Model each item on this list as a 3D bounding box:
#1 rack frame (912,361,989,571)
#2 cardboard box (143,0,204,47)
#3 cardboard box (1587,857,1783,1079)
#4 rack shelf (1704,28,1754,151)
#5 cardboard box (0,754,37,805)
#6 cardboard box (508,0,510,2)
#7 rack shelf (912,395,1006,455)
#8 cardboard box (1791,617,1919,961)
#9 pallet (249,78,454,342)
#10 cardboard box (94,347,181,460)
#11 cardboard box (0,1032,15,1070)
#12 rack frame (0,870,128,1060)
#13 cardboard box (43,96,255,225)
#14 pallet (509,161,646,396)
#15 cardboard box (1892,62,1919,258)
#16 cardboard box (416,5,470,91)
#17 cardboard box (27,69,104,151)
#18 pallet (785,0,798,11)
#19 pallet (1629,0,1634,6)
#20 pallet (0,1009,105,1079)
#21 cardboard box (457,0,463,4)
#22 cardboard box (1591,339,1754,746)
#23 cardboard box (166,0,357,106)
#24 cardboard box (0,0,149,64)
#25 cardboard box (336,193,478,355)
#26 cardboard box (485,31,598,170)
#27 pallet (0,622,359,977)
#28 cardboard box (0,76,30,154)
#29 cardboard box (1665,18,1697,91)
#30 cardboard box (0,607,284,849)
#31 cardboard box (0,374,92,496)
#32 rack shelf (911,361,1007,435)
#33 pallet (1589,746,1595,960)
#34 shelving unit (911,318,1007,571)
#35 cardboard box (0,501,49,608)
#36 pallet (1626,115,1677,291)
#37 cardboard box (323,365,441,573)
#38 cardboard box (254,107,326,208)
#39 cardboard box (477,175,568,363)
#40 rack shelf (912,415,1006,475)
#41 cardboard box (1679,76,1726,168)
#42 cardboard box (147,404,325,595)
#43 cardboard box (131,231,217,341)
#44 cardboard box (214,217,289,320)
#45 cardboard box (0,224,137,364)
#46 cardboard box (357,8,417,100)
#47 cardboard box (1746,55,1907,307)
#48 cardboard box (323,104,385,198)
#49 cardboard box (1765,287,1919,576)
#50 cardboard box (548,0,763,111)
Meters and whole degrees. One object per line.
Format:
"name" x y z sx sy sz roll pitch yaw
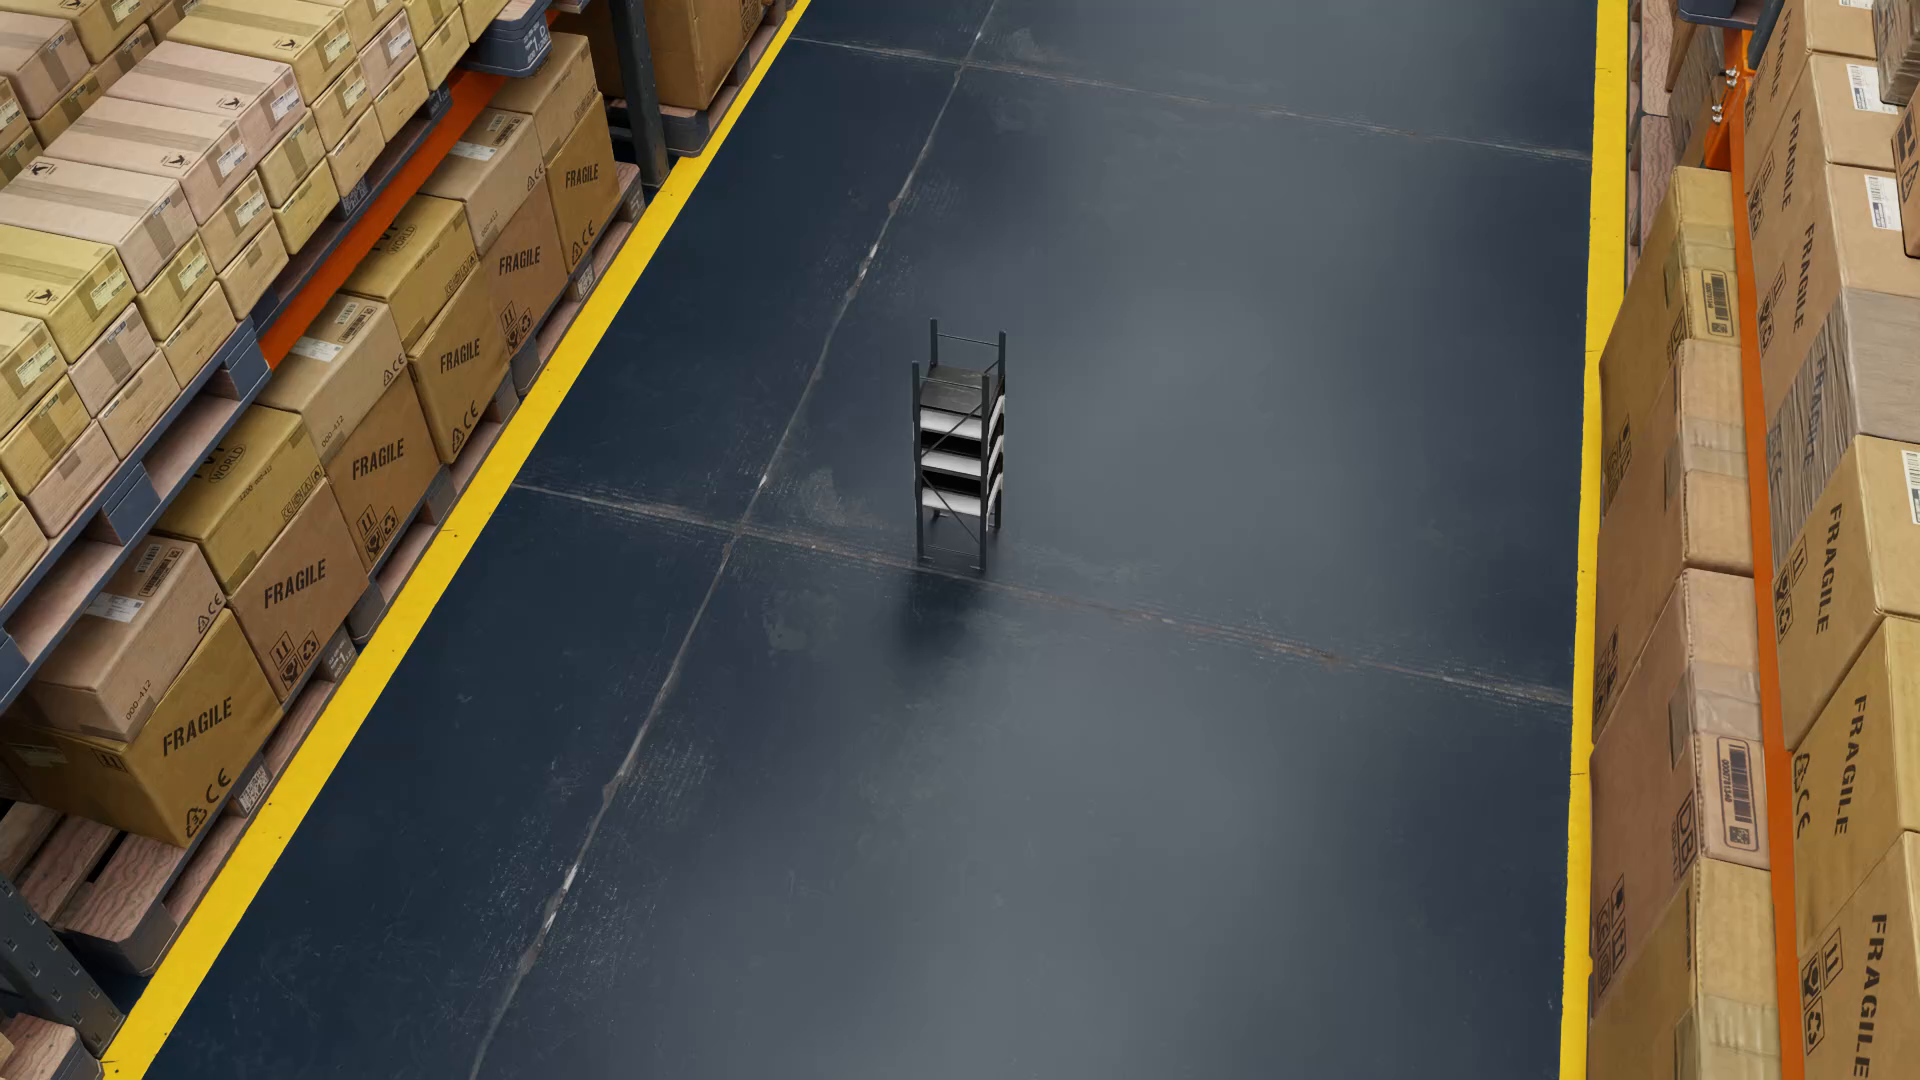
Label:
"rack frame" -0.029 -0.218 5.343 0.240 0.900 0.006 12 50 10
"cardboard box" -2.400 -1.534 4.792 0.380 0.149 0.250 11 50 10
"cardboard box" 2.114 1.421 3.632 1.225 0.875 0.875 12 50 10
"rack shelf" 3.544 -2.778 6.681 1.077 0.370 4.000 12 50 10
"cardboard box" -2.842 0.375 4.805 0.500 0.500 0.500 11 49 9
"cardboard box" -1.562 -1.864 5.282 0.380 0.149 0.250 12 50 11
"rack shelf" -0.002 -0.389 5.297 0.258 0.077 0.200 12 50 10
"cardboard box" 1.961 0.542 3.204 0.500 0.500 0.500 13 50 11
"pallet" -2.223 -1.118 4.864 1.003 0.211 1.213 12 50 10
"cardboard box" -2.110 -0.360 3.954 0.380 0.149 0.250 12 50 10
"cardboard box" -2.570 1.269 4.053 0.380 0.149 0.250 12 50 11
"rack frame" -2.794 0.272 3.509 1.000 3.000 0.127 12 50 10
"cardboard box" -1.974 -0.928 4.059 0.380 0.149 0.250 11 50 10
"pallet" -1.948 -1.133 6.610 1.003 0.211 1.213 12 50 10
"cardboard box" 2.635 -0.938 3.841 0.797 0.503 0.637 13 50 11
"cardboard box" -1.700 -1.489 4.951 0.380 0.149 0.250 10 49 8
"cardboard box" -2.536 -1.163 4.465 0.380 0.149 0.250 12 50 10
"pallet" -1.138 -3.133 8.375 1.003 0.211 1.213 12 50 10
"pallet" 3.867 -2.976 8.236 1.003 0.211 1.213 12 50 10
"pallet" -2.937 1.688 4.120 1.003 0.211 1.213 12 50 10
"cardboard box" -1.634 -1.763 4.994 0.380 0.149 0.250 12 50 10
"cardboard box" 2.573 0.133 4.769 1.225 0.875 0.875 12 50 10
"cardboard box" -1.840 -1.306 4.393 0.380 0.149 0.250 13 50 11
"cardboard box" -2.463 -1.447 4.517 0.380 0.149 0.250 11 49 10
"cardboard box" -1.940 -0.903 5.433 0.500 0.250 0.500 13 50 11
"cardboard box" -1.668 -1.635 6.079 0.500 0.250 0.500 11 49 9
"pallet" -2.591 0.631 5.052 1.003 0.211 1.213 12 50 10
"cardboard box" -2.600 -1.057 4.173 0.380 0.149 0.250 10 49 9
"cardboard box" 3.451 -2.191 7.057 0.700 0.500 0.500 15 50 13
"cardboard box" -2.344 0.478 4.714 0.500 0.500 0.500 13 50 11
"cardboard box" -2.180 -0.264 3.672 0.380 0.149 0.250 11 49 9
"rack shelf" -0.002 -0.449 5.230 0.258 0.077 0.200 12 50 10
"pallet" 2.414 0.789 4.913 1.003 0.211 1.213 12 50 10
"shelving unit" -0.002 -0.292 5.407 0.258 0.900 0.210 12 50 10
"cardboard box" -2.247 0.022 3.617 0.380 0.149 0.250 9 49 8
"pallet" 3.224 -1.211 6.678 1.003 0.211 1.213 12 50 10
"cardboard box" -2.081 -0.286 5.389 0.500 0.500 0.500 12 50 11
"cardboard box" -1.906 -1.026 4.344 0.380 0.149 0.250 11 49 9
"cardboard box" -1.803 -1.031 6.046 0.500 0.500 0.500 13 50 12
"rack shelf" -0.002 -0.329 5.365 0.258 0.077 0.200 12 50 10
"cardboard box" 3.174 -1.376 6.338 0.700 0.500 0.500 9 49 8
"cardboard box" -2.207 -0.156 4.774 0.500 0.250 0.500 13 50 11
"cardboard box" -2.045 -0.639 4.002 0.380 0.149 0.250 10 49 8
"cardboard box" -1.976 -0.725 4.277 0.380 0.149 0.250 10 49 8
"cardboard box" -2.109 -0.562 3.736 0.380 0.149 0.250 12 50 10
"cardboard box" -1.769 -1.395 4.669 0.380 0.149 0.250 13 50 11
"cardboard box" 2.493 -0.931 4.504 0.500 0.500 0.500 10 49 9
"cardboard box" -1.839 -1.105 4.612 0.380 0.149 0.250 10 49 8
"cardboard box" 2.228 -0.198 3.858 0.500 0.500 0.500 12 50 10
"cardboard box" -1.494 -2.438 7.122 1.050 0.750 0.750 11 49 10
